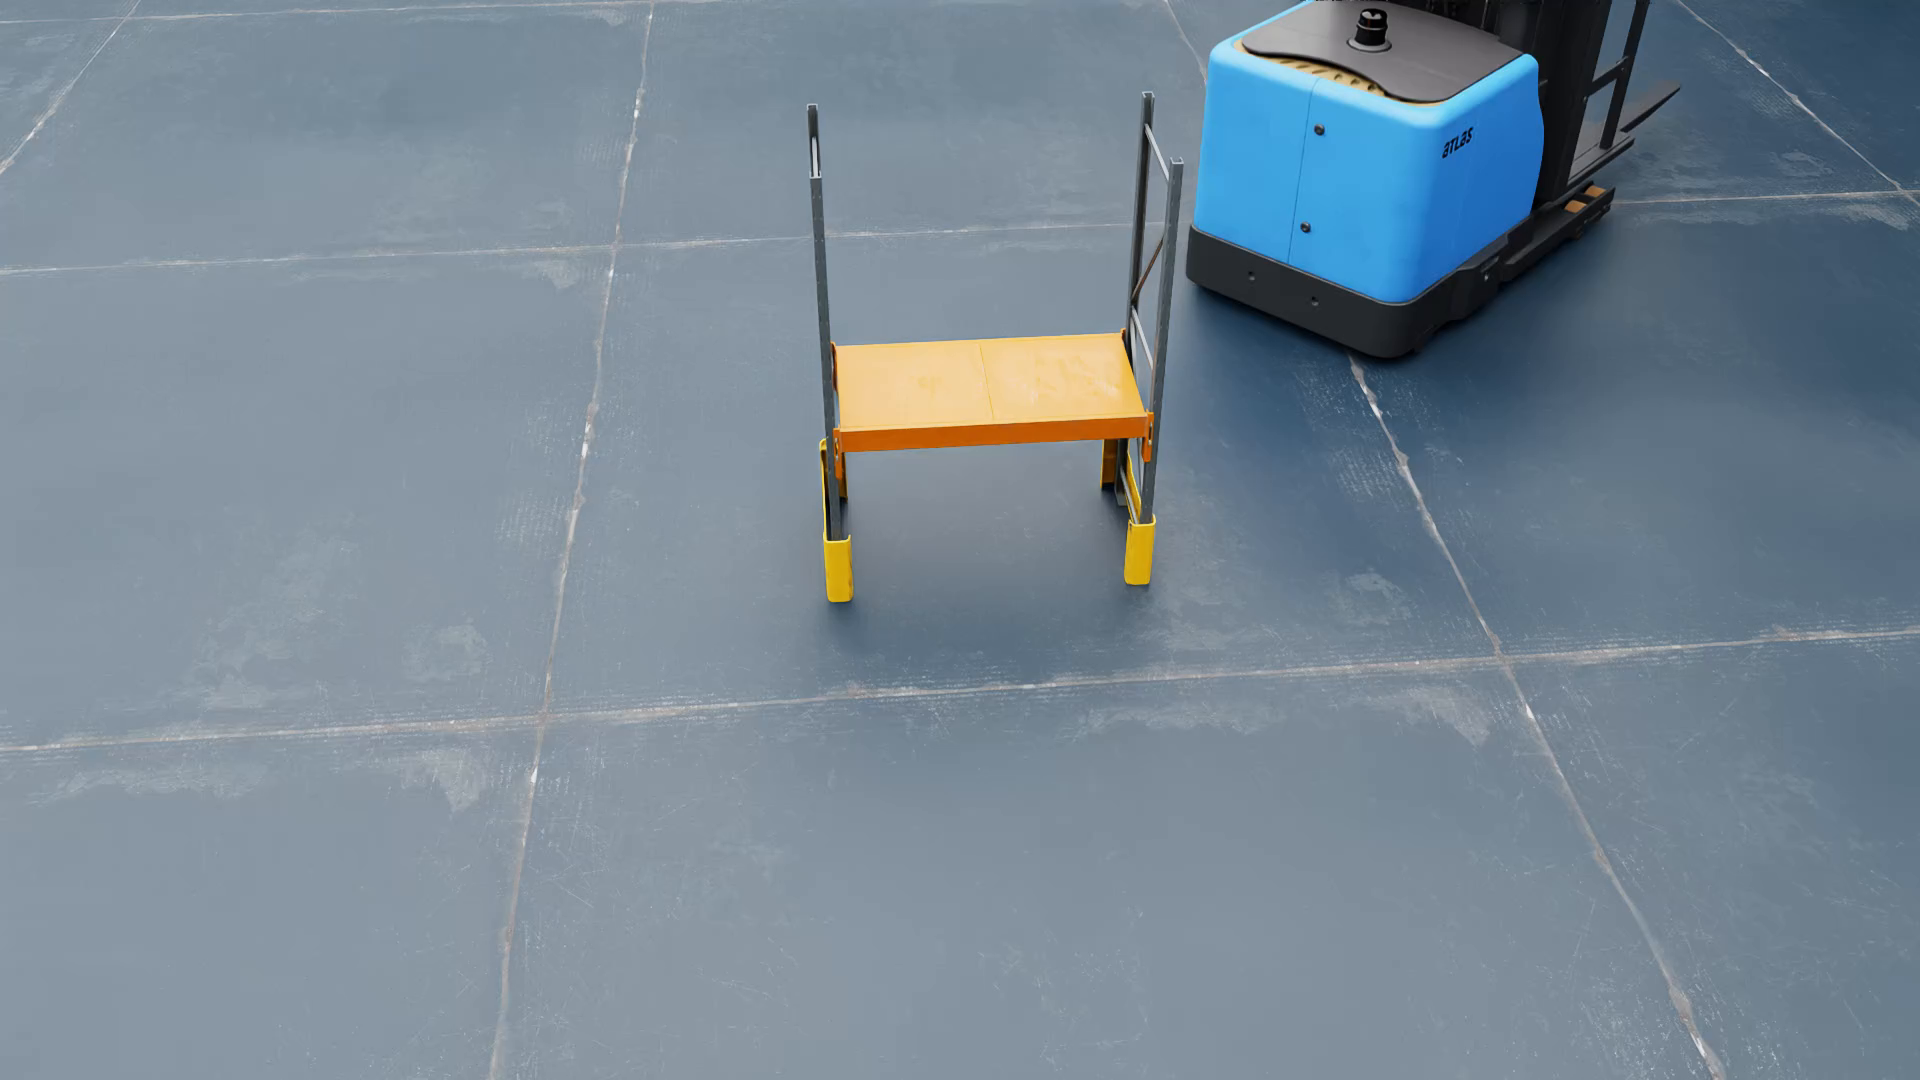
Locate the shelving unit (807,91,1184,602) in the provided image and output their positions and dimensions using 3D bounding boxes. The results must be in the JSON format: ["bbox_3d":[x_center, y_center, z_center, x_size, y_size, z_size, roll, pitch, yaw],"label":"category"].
[{"bbox_3d":[0.076,-0.593,5.291,1.083,1.500,0.587,-3,38,-4],"label":"shelving unit"}]

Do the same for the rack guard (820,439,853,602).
[{"bbox_3d":[-0.420,-0.075,5.643,0.087,0.250,0.587,-3,38,-4],"label":"rack guard"}]

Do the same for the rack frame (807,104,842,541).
[{"bbox_3d":[-0.421,-0.566,5.256,0.032,1.500,0.500,-3,38,-4],"label":"rack frame"}]

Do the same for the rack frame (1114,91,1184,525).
[{"bbox_3d":[0.591,-0.621,5.327,0.032,1.500,0.500,-3,38,-4],"label":"rack frame"}]

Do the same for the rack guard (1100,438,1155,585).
[{"bbox_3d":[0.572,-0.130,5.712,0.087,0.250,0.587,-3,38,-4],"label":"rack guard"}]

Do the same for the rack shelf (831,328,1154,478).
[{"bbox_3d":[0.085,-0.452,5.403,1.000,0.185,0.538,-3,38,-4],"label":"rack shelf"}]

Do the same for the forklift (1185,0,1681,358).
[{"bbox_3d":[2.321,-2.694,6.798,1.130,2.935,3.031,29,47,32],"label":"forklift"}]
